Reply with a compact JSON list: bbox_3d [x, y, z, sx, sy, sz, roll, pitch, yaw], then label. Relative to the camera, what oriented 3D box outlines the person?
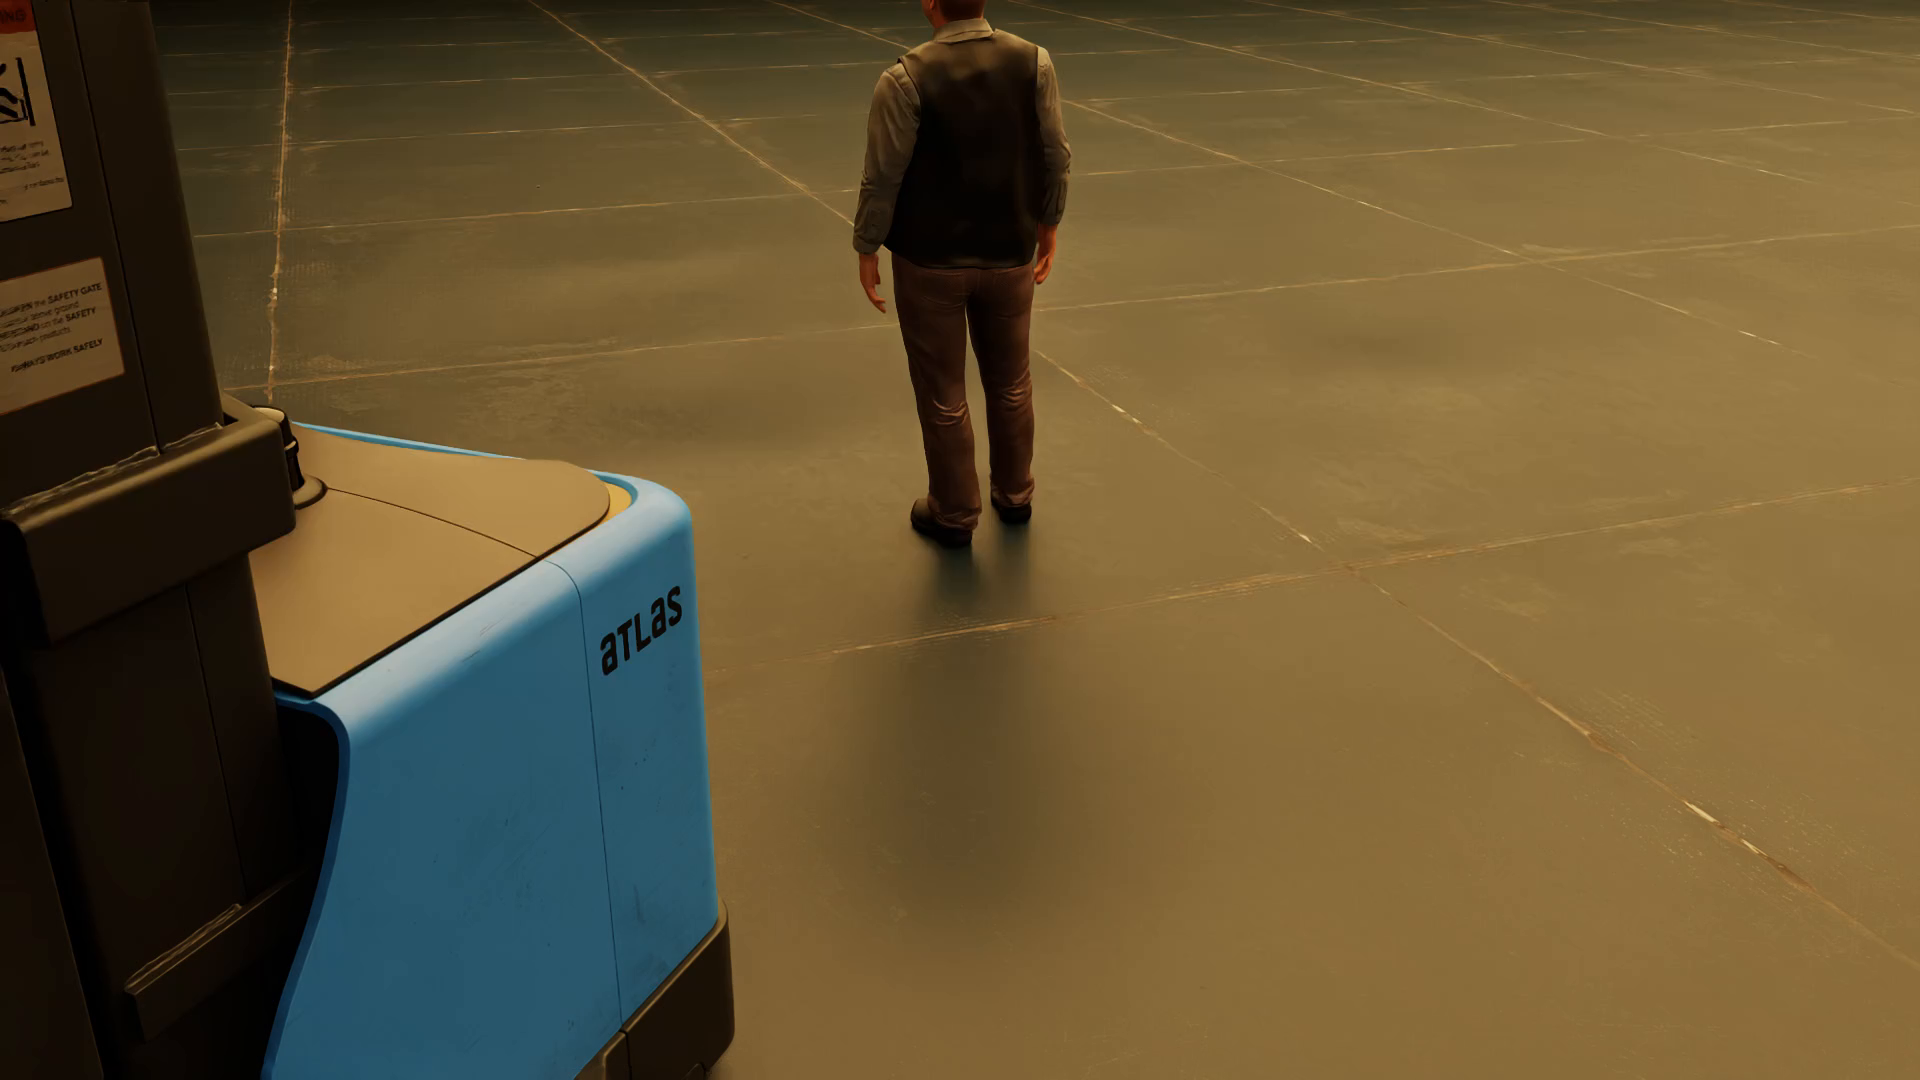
[{"bbox_3d":[-0.015,-0.824,4.800,0.633,1.722,0.566,-8,24,-18],"label":"person"}]

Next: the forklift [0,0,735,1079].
[{"bbox_3d":[-1.430,0.005,1.286,1.130,2.935,3.031,9,25,21],"label":"forklift"}]
